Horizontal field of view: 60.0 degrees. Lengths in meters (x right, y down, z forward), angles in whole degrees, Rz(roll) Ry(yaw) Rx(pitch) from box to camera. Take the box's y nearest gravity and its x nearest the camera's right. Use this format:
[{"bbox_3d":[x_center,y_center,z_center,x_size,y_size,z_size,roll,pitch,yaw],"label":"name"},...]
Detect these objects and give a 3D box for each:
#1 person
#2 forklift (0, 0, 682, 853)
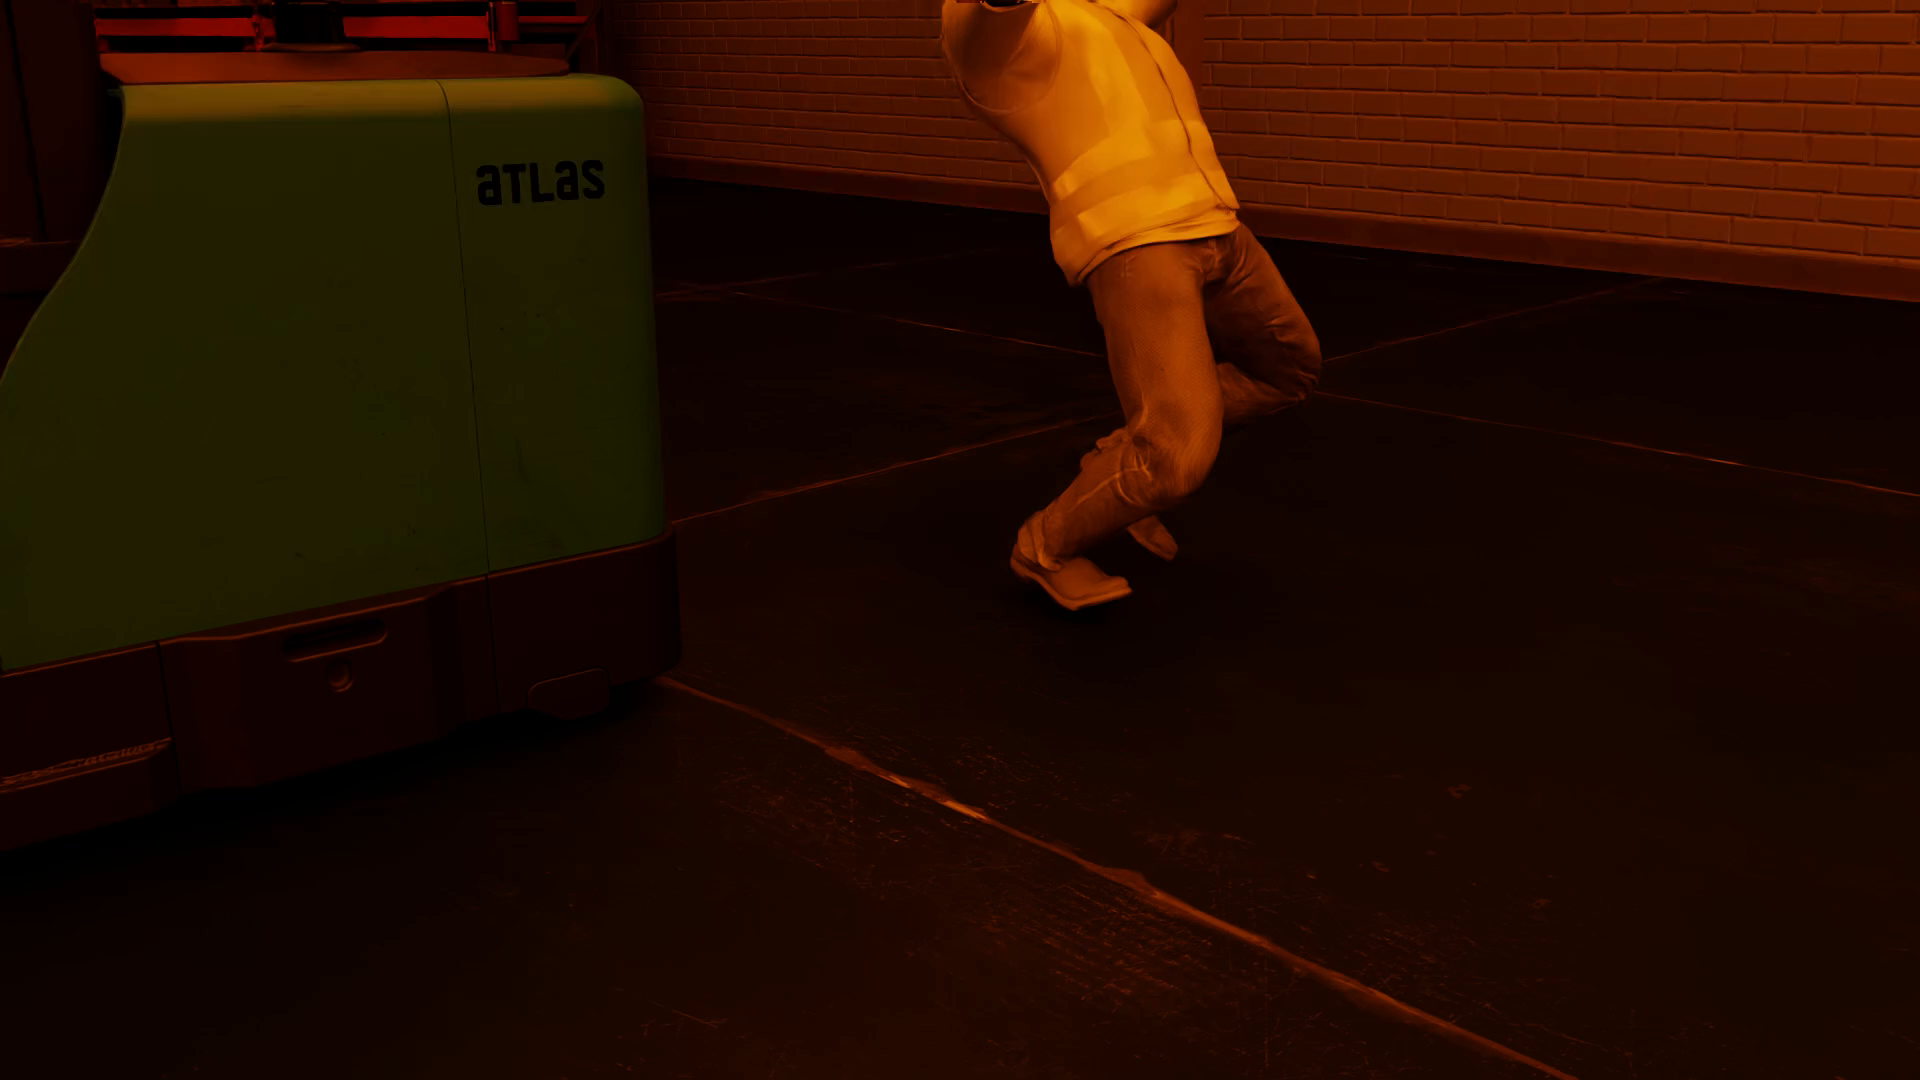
[{"bbox_3d":[0.274,-0.671,3.276,0.743,1.642,1.057,9,19,28],"label":"person"},{"bbox_3d":[-1.971,-0.961,2.037,3.031,2.935,1.130,-13,21,-36],"label":"forklift"}]
